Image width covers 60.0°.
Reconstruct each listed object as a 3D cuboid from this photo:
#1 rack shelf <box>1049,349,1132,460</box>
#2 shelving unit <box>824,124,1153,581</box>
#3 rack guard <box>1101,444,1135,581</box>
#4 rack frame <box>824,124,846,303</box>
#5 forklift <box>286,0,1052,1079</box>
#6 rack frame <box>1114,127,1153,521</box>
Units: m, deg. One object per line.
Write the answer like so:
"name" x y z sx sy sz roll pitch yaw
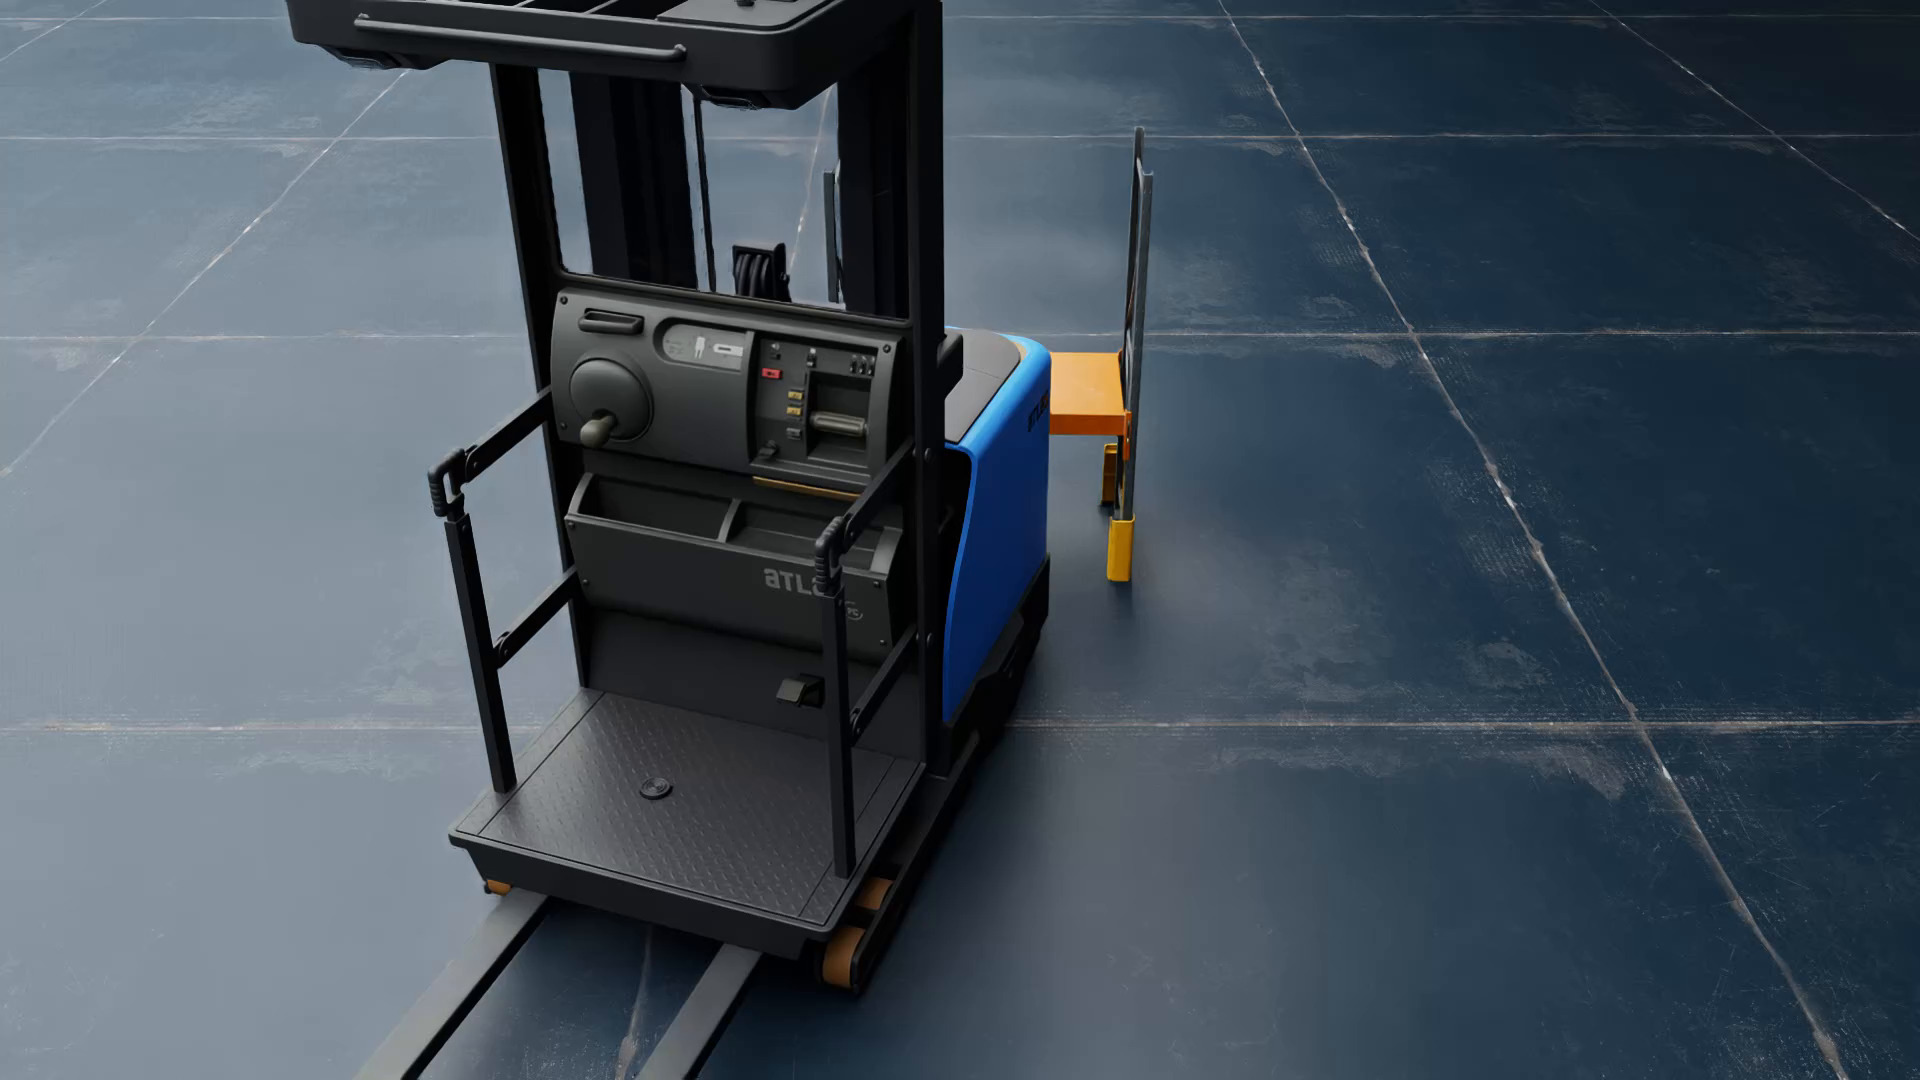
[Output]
"rack shelf" 0.097 -0.499 5.973 1.000 0.185 0.538 1 31 2
"shelving unit" 0.088 -0.653 5.880 1.083 1.500 0.587 1 31 2
"rack guard" 0.586 -0.110 6.190 0.087 0.250 0.587 1 31 2
"rack frame" -0.411 -0.661 5.894 0.032 1.500 0.500 1 31 2
"forklift" -0.667 -0.327 3.964 1.130 2.935 3.031 10 33 16
"rack frame" 0.605 -0.644 5.865 0.032 1.500 0.500 1 31 2
